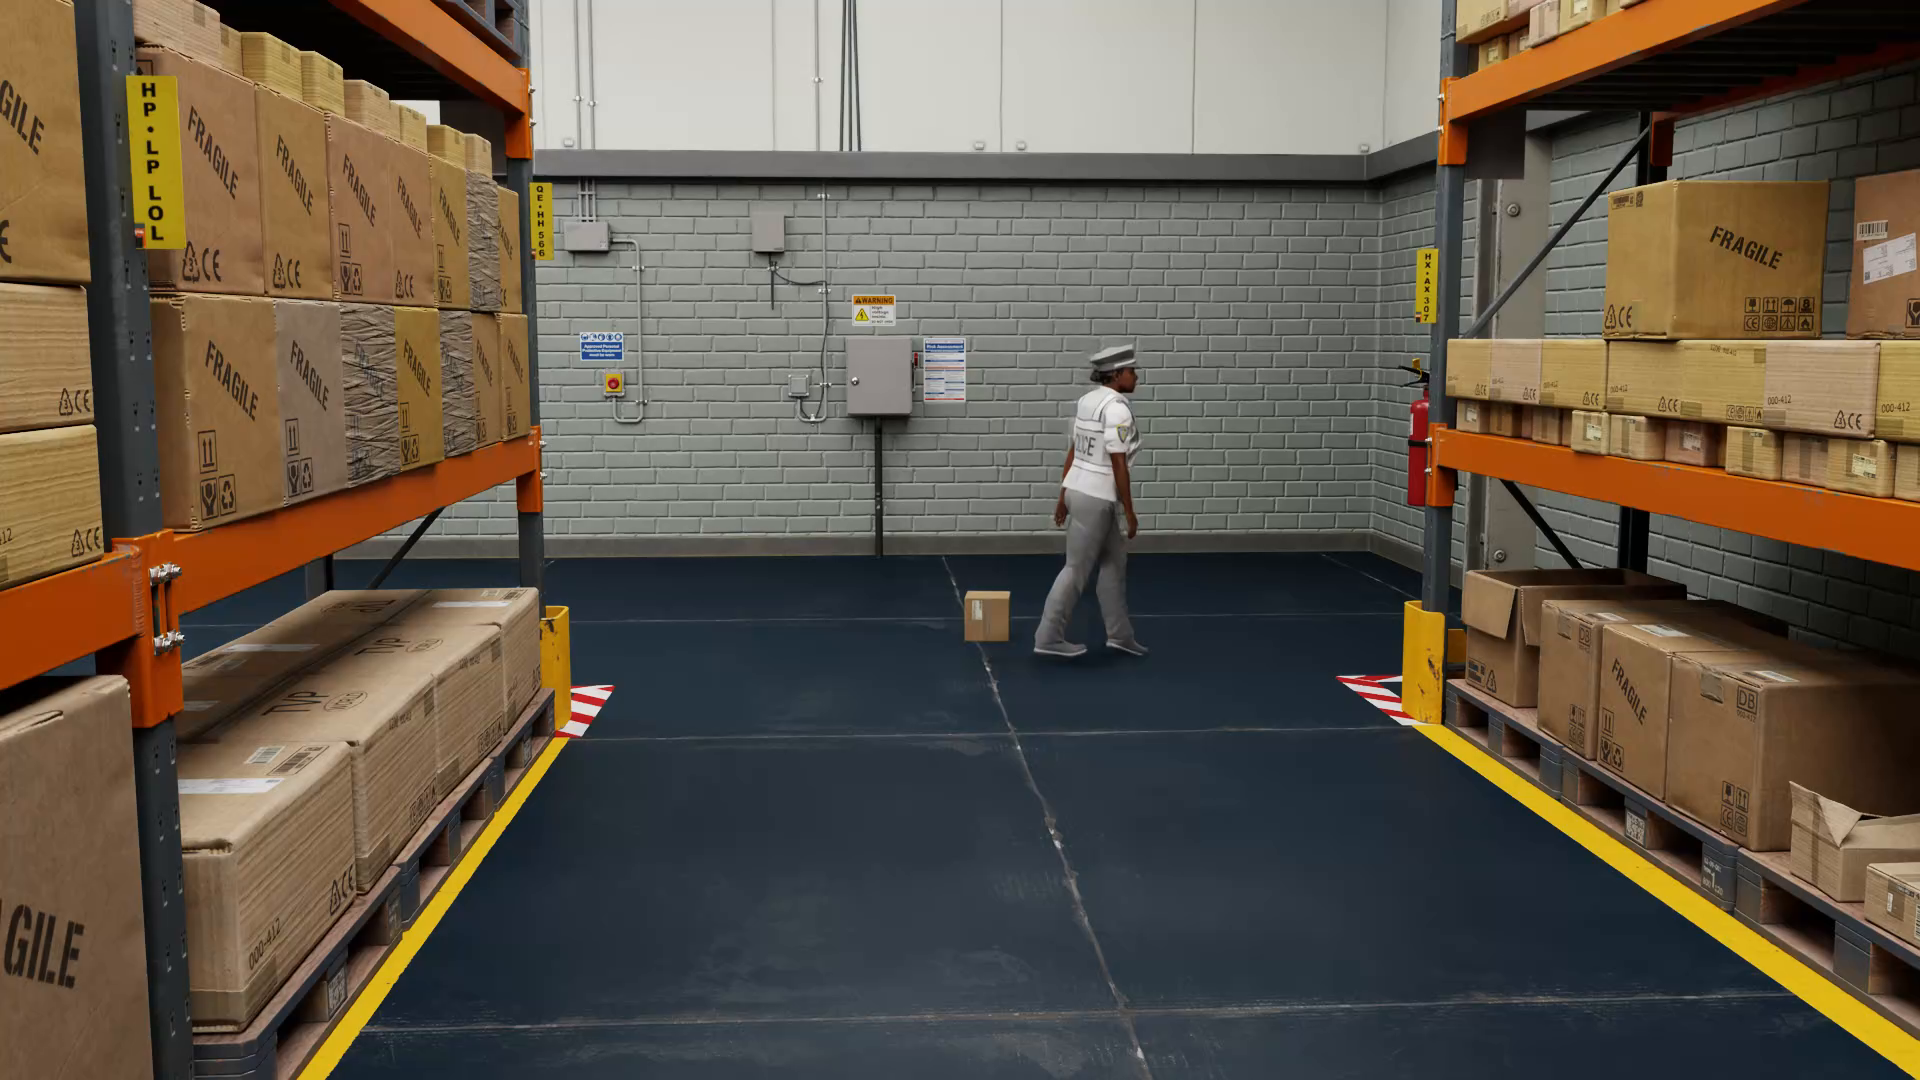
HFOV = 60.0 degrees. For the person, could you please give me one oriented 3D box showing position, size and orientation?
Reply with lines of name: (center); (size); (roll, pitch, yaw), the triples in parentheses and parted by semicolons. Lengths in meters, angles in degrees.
person: (0.728, -0.179, 8.746); (0.697, 1.701, 0.477); (-1, 7, -12)
